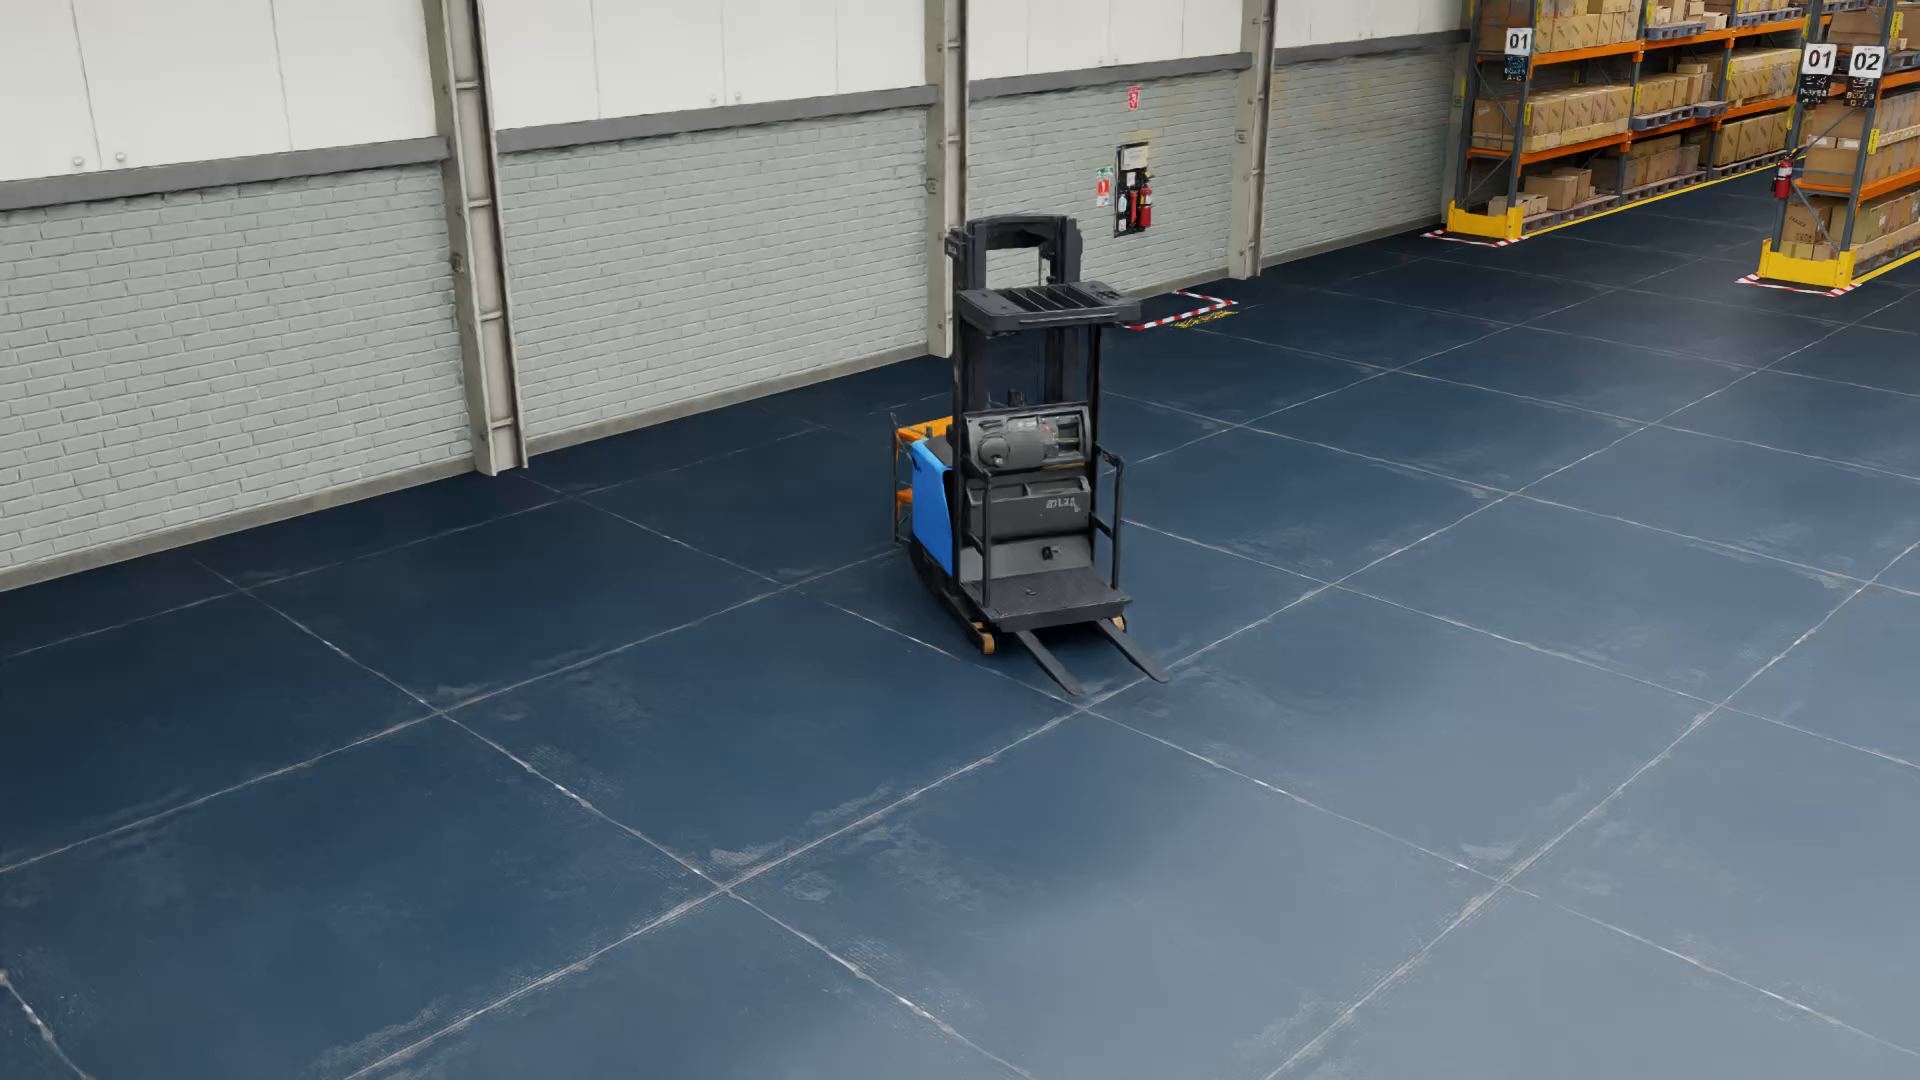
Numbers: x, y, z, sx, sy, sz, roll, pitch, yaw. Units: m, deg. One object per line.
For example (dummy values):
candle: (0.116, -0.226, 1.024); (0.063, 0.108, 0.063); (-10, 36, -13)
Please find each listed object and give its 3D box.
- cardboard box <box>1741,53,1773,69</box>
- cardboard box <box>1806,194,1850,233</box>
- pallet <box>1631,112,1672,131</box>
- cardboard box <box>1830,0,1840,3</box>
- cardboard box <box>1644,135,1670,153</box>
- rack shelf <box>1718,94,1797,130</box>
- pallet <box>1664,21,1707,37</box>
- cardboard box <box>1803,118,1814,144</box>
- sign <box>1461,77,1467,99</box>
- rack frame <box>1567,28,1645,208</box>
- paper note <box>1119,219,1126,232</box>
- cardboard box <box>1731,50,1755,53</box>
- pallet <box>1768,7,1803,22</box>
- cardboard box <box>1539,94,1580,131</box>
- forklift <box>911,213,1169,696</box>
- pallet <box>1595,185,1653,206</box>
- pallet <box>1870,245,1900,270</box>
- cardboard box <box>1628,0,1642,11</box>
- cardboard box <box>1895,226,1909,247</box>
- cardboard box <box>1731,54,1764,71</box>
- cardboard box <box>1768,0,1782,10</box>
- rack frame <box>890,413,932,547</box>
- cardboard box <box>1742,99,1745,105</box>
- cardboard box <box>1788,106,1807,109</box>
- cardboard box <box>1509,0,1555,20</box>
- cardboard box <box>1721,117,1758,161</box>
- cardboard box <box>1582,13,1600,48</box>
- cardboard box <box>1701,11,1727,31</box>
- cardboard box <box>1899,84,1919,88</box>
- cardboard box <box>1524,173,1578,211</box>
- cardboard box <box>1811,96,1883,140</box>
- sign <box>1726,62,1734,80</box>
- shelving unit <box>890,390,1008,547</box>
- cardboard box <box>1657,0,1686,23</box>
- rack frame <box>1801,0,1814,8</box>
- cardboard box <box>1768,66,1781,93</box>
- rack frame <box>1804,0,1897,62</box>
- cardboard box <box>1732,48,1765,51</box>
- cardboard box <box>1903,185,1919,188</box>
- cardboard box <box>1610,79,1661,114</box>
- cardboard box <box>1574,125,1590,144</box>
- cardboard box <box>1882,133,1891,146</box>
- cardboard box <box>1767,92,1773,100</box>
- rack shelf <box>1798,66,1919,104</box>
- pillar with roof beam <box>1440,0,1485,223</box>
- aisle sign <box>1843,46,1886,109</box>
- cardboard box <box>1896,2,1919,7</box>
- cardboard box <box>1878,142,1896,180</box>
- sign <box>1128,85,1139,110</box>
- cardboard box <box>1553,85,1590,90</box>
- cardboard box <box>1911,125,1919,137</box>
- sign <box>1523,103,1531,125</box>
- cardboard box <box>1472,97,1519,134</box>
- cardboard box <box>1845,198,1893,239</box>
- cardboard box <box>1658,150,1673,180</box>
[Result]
cardboard box: (15.515, -9.362, 32.484); (0.500, 0.250, 0.500); (19, 28, 40)
cardboard box: (12.760, -4.804, 24.457); (0.500, 0.500, 0.500); (19, 28, 41)
pallet: (11.788, -7.406, 29.291); (1.003, 0.211, 1.213); (19, 28, 41)
cardboard box: (17.769, -11.204, 34.208); (0.500, 0.250, 0.500); (18, 28, 40)
cardboard box: (12.679, -7.290, 30.548); (0.500, 0.250, 0.500); (19, 28, 40)
rack shelf: (15.337, -8.542, 32.982); (1.077, 0.370, 4.000); (19, 28, 41)
pallet: (12.379, -9.047, 29.375); (1.213, 0.211, 1.003); (19, 28, 41)
cardboard box: (17.680, -8.716, 35.331); (0.700, 0.500, 0.500); (19, 28, 40)
sign: (7.977, -7.139, 26.276); (0.100, 0.325, 0.005); (19, 28, 41)
rack frame: (11.151, -7.336, 28.841); (1.000, 3.000, 0.127); (19, 28, 41)
paper note: (2.119, -4.096, 21.641); (0.016, 0.148, 0.142); (19, 28, 41)
cardboard box: (15.518, -9.618, 33.151); (0.500, 0.250, 0.500); (18, 27, 39)
pallet: (16.128, -10.455, 33.042); (0.805, 0.209, 1.217); (18, 27, 39)
cardboard box: (9.626, -6.900, 26.843); (0.500, 0.500, 0.500); (18, 27, 39)
forklift: (0.566, -0.712, 11.704); (1.130, 2.935, 3.031); (-7, 22, -18)
pallet: (11.693, -6.234, 29.863); (1.003, 0.211, 1.213); (19, 28, 41)
pallet: (13.267, -4.286, 24.793); (1.003, 0.211, 1.213); (19, 28, 41)
cardboard box: (10.996, -9.062, 27.590); (0.500, 0.500, 0.500); (16, 26, 36)
cardboard box: (13.842, -4.577, 24.911); (0.500, 0.250, 0.500); (19, 28, 41)
cardboard box: (15.163, -9.229, 32.139); (0.500, 0.250, 0.500); (20, 28, 41)
cardboard box: (15.697, -10.686, 32.624); (0.700, 0.500, 0.500); (19, 28, 40)
rack frame: (-0.394, -0.435, 13.499); (0.032, 1.125, 0.500); (-17, 27, -38)
cardboard box: (15.027, -8.557, 32.340); (0.250, 0.149, 0.380); (-19, 28, -41)
cardboard box: (17.989, -9.238, 35.785); (0.380, 0.149, 0.250); (19, 28, 40)
cardboard box: (8.803, -8.268, 25.526); (0.500, 0.500, 0.500); (17, 27, 37)
cardboard box: (15.164, -7.936, 32.814); (0.750, 0.750, 0.750); (19, 28, 40)
cardboard box: (9.891, -8.194, 26.725); (0.500, 0.500, 0.500); (-18, 27, -39)
cardboard box: (13.633, -9.479, 30.333); (0.500, 0.311, 0.500); (19, 28, 41)
cardboard box: (14.046, -6.503, 24.727); (0.700, 0.500, 0.500); (19, 28, 41)
cardboard box: (9.853, -5.824, 27.779); (0.700, 0.500, 0.500); (17, 27, 37)
cardboard box: (12.284, -5.851, 23.031); (0.700, 0.500, 0.500); (19, 28, 41)
sign: (14.337, -8.734, 30.975); (0.100, 0.325, 0.005); (19, 28, 41)
shelving unit: (-0.011, -0.554, 13.810); (1.048, 1.125, 0.538); (-17, 27, -38)
cardboard box: (12.450, -9.416, 29.348); (0.500, 0.500, 0.500); (18, 27, 39)
rack frame: (16.732, -12.192, 33.115); (1.000, 3.000, 0.127); (19, 28, 41)
cardboard box: (15.885, -9.144, 32.965); (0.500, 0.500, 0.500); (19, 28, 41)
rack frame: (11.912, -7.869, 21.866); (1.000, 3.000, 0.127); (19, 28, 41)
cardboard box: (15.864, -9.748, 33.489); (0.500, 0.250, 0.500); (20, 28, 41)
cardboard box: (15.138, -5.582, 26.744); (0.500, 0.311, 0.500); (-19, 28, -41)
cardboard box: (11.926, -7.852, 29.431); (0.500, 0.500, 0.700); (-17, 27, -37)
cardboard box: (9.994, -6.689, 27.338); (0.500, 0.250, 0.500); (20, 28, 41)
cardboard box: (12.875, -5.662, 23.442); (0.380, 0.149, 0.250); (19, 28, 40)
cardboard box: (15.967, -8.871, 33.159); (0.380, 0.149, 0.250); (19, 28, 41)
rack shelf: (13.308, -6.647, 23.871); (1.077, 0.370, 4.000); (19, 28, 41)
pillar with roof beam: (11.314, -8.427, 23.317); (9.100, 9.000, 0.400); (19, 28, 41)
aisle sign: (12.086, -6.188, 22.233); (0.394, 0.787, 0.004); (19, 28, 41)
cardboard box: (14.163, -7.741, 24.796); (0.500, 0.500, 0.500); (-17, 27, -38)
cardboard box: (12.961, -5.494, 23.911); (0.700, 0.500, 0.500); (19, 28, 41)
sign: (2.215, -5.641, 21.200); (0.001, 0.298, 0.199); (19, 28, 41)
cardboard box: (10.310, -7.424, 28.208); (0.500, 0.500, 0.500); (19, 28, 40)
cardboard box: (13.780, -5.997, 24.314); (0.250, 0.149, 0.380); (-19, 28, -41)
sign: (8.750, -6.576, 25.657); (0.100, 0.325, 0.005); (19, 28, 41)
cardboard box: (8.537, -6.771, 26.508); (0.500, 0.500, 0.500); (19, 28, 40)
cardboard box: (13.133, -4.674, 24.118); (0.500, 0.500, 0.500); (19, 28, 41)
cardboard box: (12.708, -6.966, 30.750); (0.700, 0.500, 0.500); (19, 28, 40)
